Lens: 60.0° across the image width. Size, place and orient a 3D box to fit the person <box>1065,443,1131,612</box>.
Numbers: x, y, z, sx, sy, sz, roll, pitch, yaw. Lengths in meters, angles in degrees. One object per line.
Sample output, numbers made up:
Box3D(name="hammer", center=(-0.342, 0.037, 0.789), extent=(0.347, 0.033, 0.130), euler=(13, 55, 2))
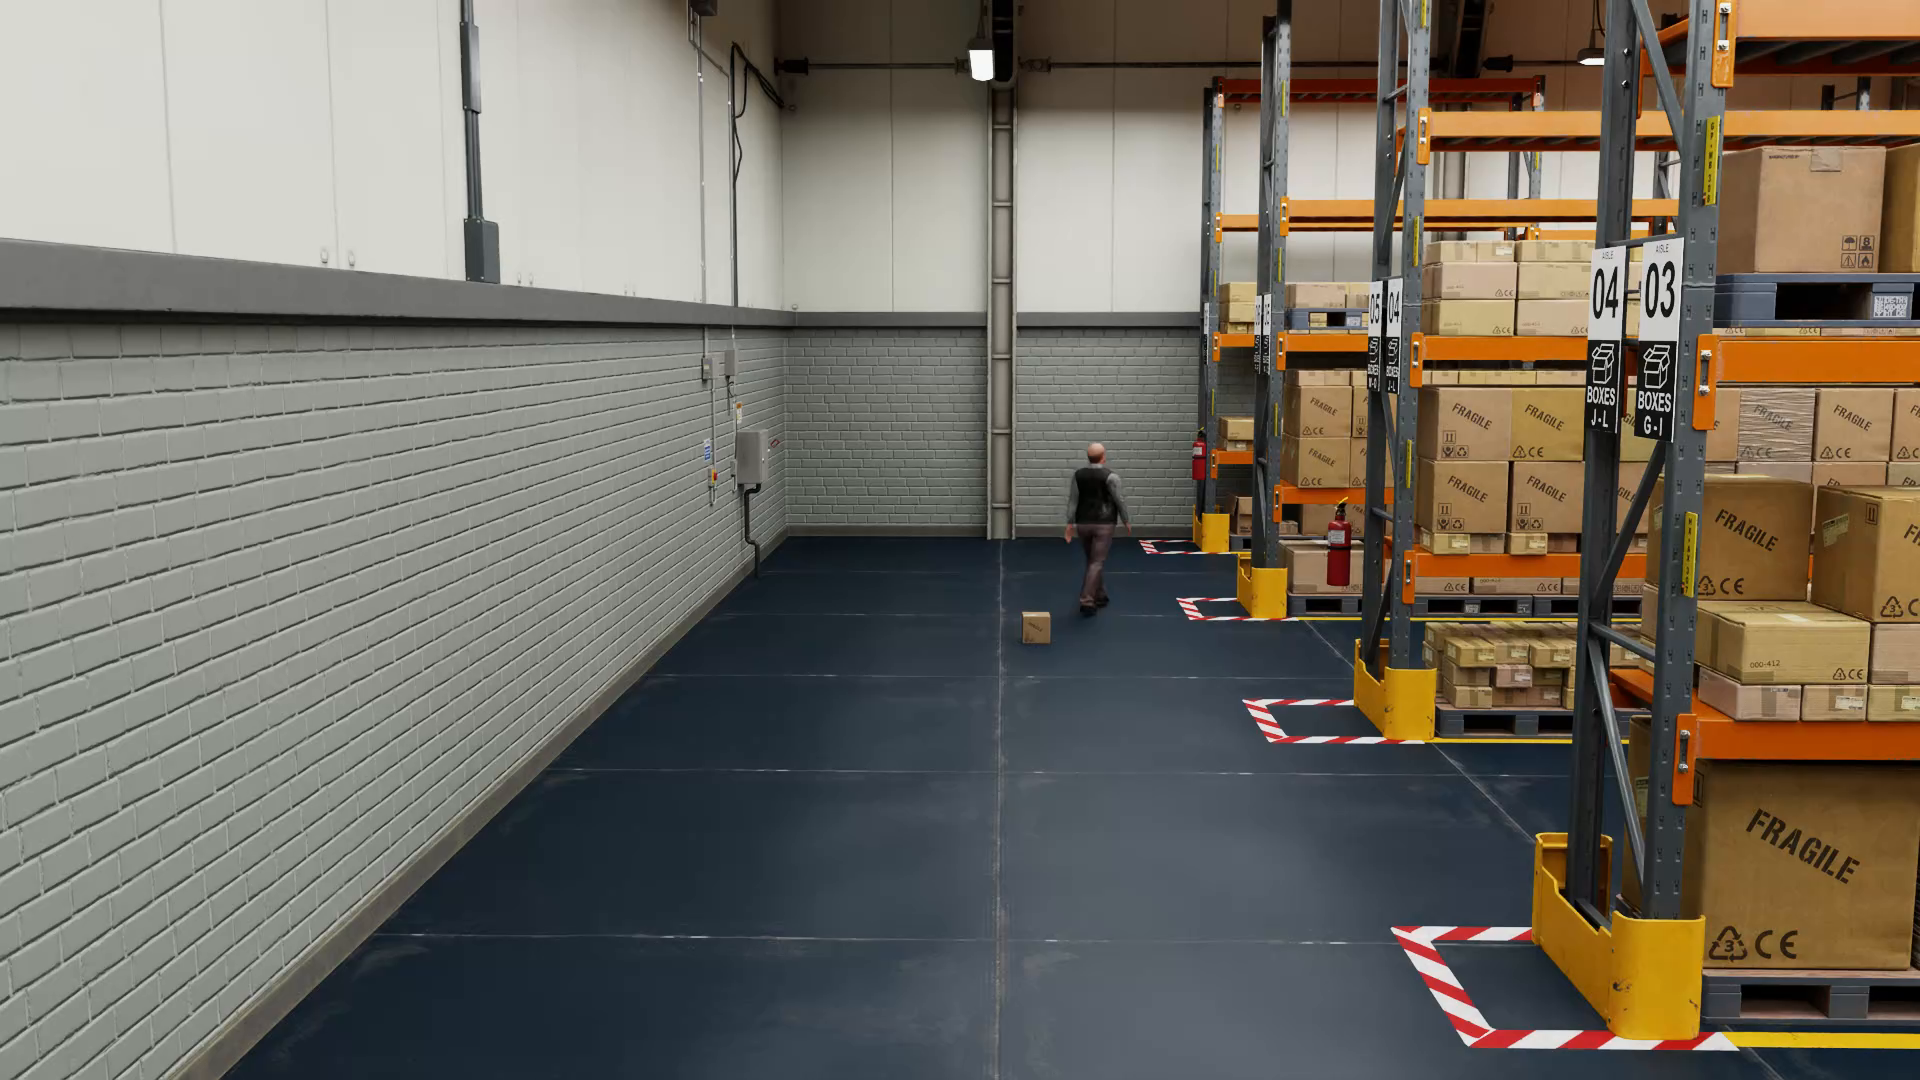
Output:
Box3D(name="person", center=(1.434, -0.138, 16.865), extent=(0.583, 1.696, 0.911), euler=(5, 9, 33))
